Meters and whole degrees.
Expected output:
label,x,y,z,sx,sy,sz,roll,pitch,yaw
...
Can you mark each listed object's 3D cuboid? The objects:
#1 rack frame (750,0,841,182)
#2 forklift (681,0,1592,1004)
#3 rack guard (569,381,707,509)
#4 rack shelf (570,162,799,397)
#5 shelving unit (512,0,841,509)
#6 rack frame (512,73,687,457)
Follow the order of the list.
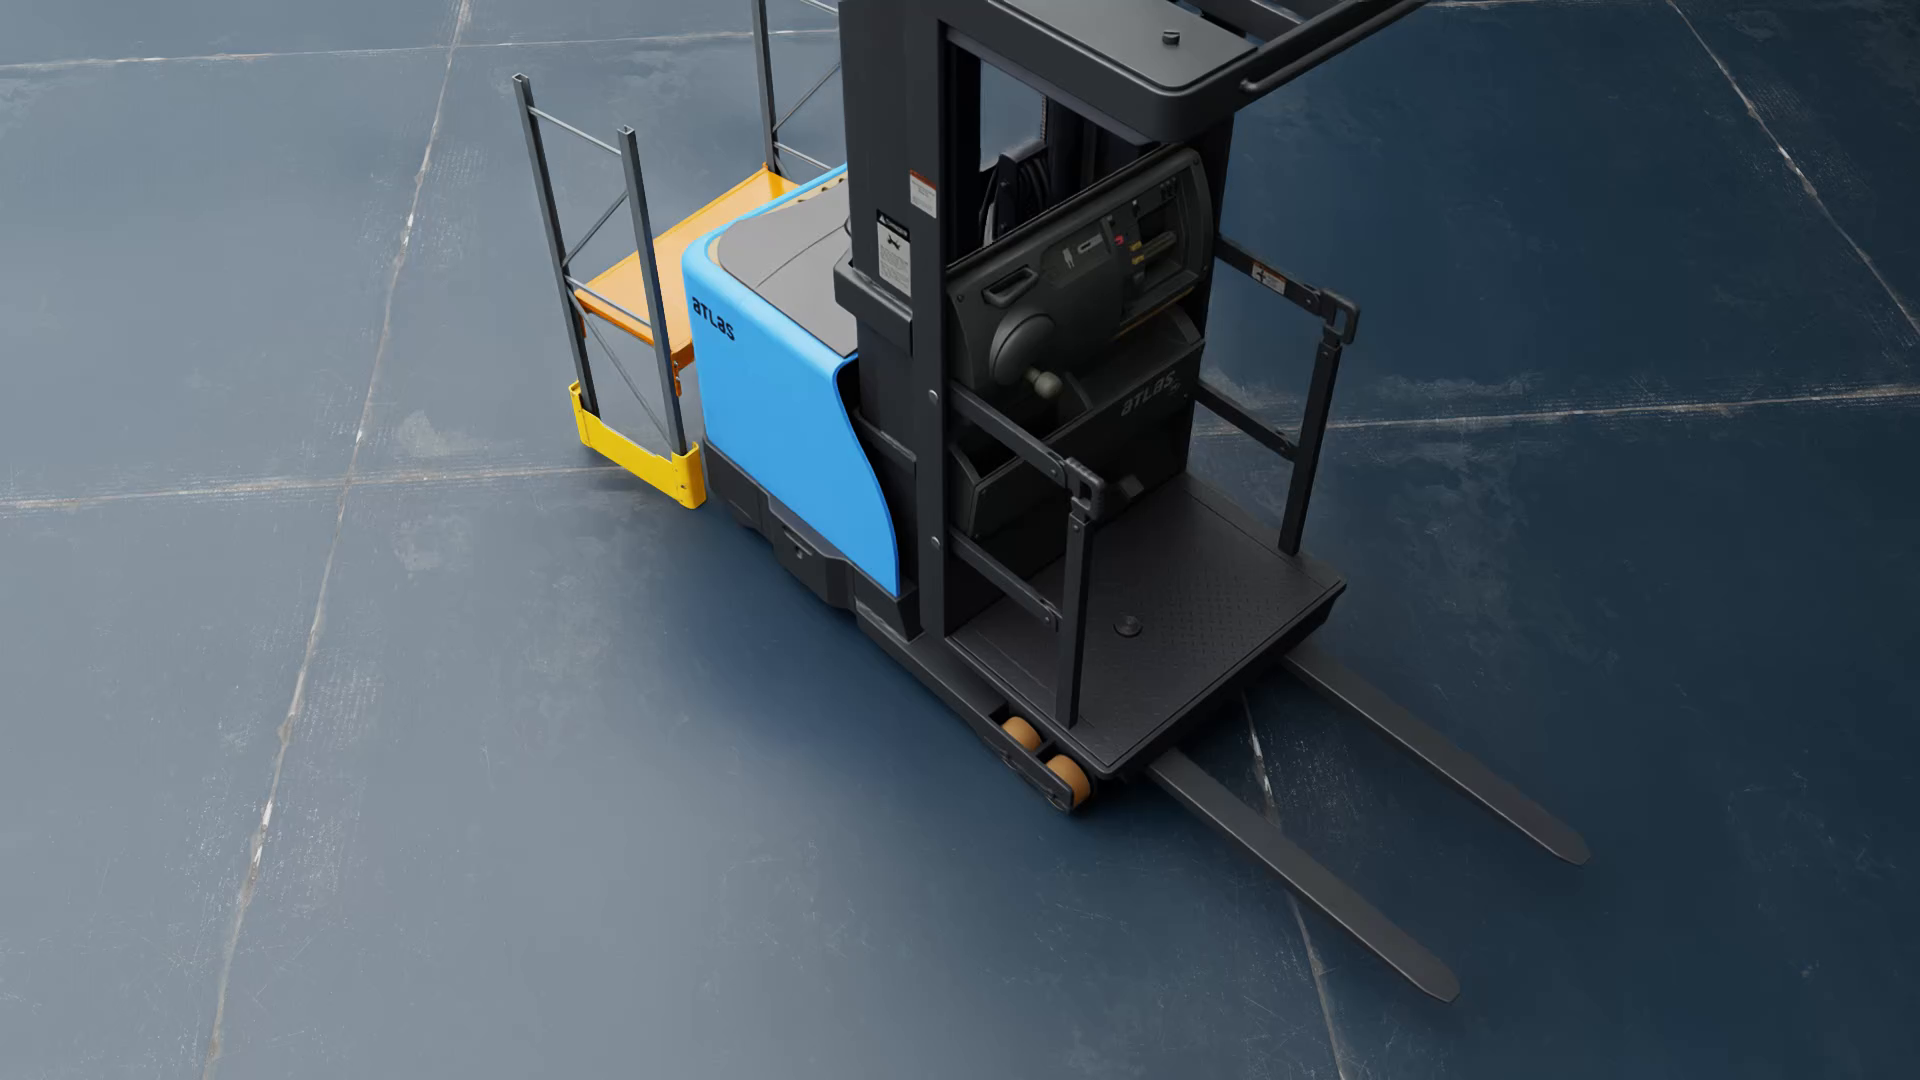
label,x,y,z,sx,sy,sz,roll,pitch,yaw
rack frame,-0.513,-1.352,5.998,0.500,1.500,0.032,30,53,25
forklift,0.486,-0.625,4.324,1.130,2.935,3.031,-34,55,-28
rack guard,-1.144,-0.345,5.904,0.587,0.250,0.087,30,53,25
rack shelf,-0.829,-0.939,5.854,0.538,0.185,1.000,30,53,25
shelving unit,-0.835,-1.058,5.719,0.587,1.500,1.083,30,53,25
rack frame,-1.145,-0.774,5.450,0.500,1.500,0.032,30,53,25
